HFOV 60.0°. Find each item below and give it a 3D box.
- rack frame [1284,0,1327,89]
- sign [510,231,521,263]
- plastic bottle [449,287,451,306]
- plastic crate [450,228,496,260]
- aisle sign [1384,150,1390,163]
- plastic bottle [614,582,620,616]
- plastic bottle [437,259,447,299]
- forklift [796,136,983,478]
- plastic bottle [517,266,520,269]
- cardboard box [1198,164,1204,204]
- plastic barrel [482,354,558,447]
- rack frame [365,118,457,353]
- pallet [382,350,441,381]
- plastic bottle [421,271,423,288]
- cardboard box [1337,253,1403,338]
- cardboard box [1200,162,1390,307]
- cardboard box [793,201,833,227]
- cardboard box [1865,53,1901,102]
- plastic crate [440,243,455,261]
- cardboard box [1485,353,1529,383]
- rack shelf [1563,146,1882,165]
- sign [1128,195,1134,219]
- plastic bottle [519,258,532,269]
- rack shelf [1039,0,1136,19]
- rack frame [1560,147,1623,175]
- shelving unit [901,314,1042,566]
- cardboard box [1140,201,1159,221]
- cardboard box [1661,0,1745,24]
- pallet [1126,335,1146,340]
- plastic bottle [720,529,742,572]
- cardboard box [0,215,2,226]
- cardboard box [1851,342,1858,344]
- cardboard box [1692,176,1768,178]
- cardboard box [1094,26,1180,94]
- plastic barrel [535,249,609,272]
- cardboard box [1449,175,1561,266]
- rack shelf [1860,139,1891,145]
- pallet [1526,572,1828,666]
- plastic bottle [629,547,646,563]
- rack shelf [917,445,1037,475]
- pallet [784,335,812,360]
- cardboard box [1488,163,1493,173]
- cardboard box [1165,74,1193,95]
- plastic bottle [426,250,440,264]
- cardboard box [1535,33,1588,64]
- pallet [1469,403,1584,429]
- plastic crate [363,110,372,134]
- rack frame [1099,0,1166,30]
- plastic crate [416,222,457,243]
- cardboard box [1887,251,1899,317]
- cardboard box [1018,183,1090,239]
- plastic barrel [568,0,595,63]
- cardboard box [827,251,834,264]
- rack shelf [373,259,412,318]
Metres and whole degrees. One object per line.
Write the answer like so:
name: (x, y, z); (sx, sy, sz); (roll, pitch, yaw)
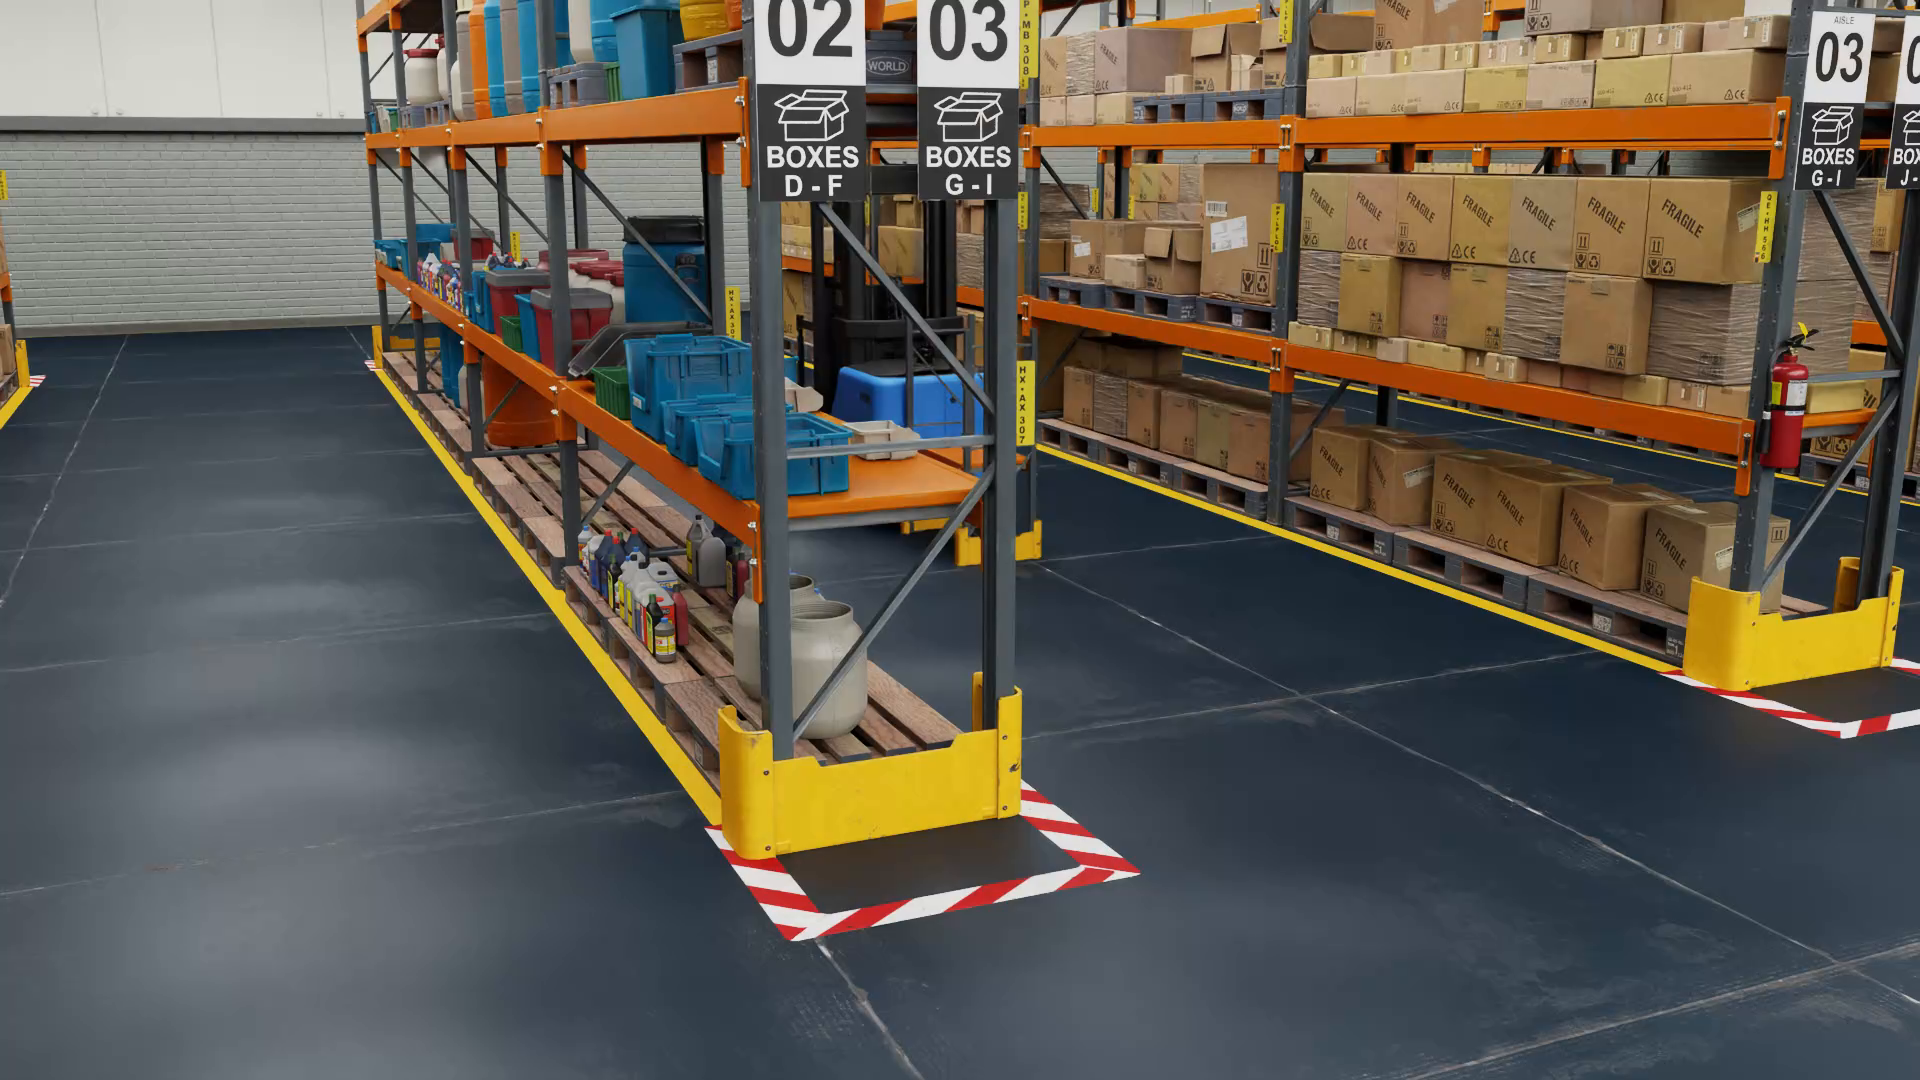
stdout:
rack frame: (2.670, -4.535, 11.008); (1.000, 3.000, 0.127); (-6, 14, -23)
sign: (-4.568, -3.002, 17.075); (0.100, 0.325, 0.005); (-6, 14, -23)
plastic bottle: (-4.341, -2.114, 14.290); (0.097, 0.201, 0.097); (0, 13, 0)
plastic crate: (-5.201, -3.085, 17.774); (0.402, 0.464, 0.583); (-6, 14, -23)
aisle sign: (6.649, -6.242, 25.922); (0.394, 0.787, 0.004); (-6, 14, -23)
plastic bottle: (-1.758, 0.288, 8.705); (0.097, 0.201, 0.097); (0, 13, 0)
plastic bottle: (-4.635, -2.351, 14.985); (0.144, 0.351, 0.185); (-6, 14, -23)
forklift: (-0.676, -1.828, 12.768); (1.130, 2.935, 3.031); (-5, 14, -22)
plastic bottle: (-4.055, -2.393, 15.343); (0.097, 0.271, 0.097); (0, 13, 0)
cardboard box: (3.402, -4.552, 21.287); (0.500, 0.500, 0.500); (-6, 14, -25)
plastic barrel: (-3.682, -1.238, 13.950); (0.600, 0.830, 0.708); (-6, 14, -23)
rack frame: (-6.675, -3.644, 20.464); (1.000, 3.000, 0.127); (-6, 14, -23)
pallet: (-6.381, -2.112, 20.027); (1.003, 0.211, 1.213); (-6, 14, -23)
plastic bottle: (-5.201, -2.557, 16.207); (0.097, 0.201, 0.097); (0, 13, 0)
cardboard box: (2.961, -1.601, 10.754); (0.875, 0.500, 0.500); (-6, 14, -23)
cardboard box: (2.480, -2.286, 12.334); (1.000, 1.000, 1.000); (-6, 14, -23)
cardboard box: (-1.779, -4.196, 20.855); (0.500, 0.500, 0.500); (-6, 14, -24)
cardboard box: (4.316, -2.297, 8.324); (0.500, 0.250, 0.500); (-5, 14, -21)
plastic crate: (-5.516, -3.122, 18.335); (0.437, 0.282, 0.530); (-6, 14, -23)
cardboard box: (3.272, -1.004, 9.614); (0.380, 0.149, 0.250); (-6, 14, -23)
rack shelf: (9.347, -4.858, 20.651); (1.077, 0.370, 4.000); (-6, 14, -23)
sign: (1.561, -3.015, 15.354); (0.100, 0.325, 0.005); (-6, 14, -23)
plastic bottle: (-3.964, -2.406, 15.222); (0.144, 0.351, 0.185); (-6, 14, -23)
rack shelf: (1.869, -4.403, 12.920); (1.077, 0.370, 4.000); (-6, 14, -23)
rack frame: (8.545, -4.160, 22.693); (1.000, 3.000, 0.127); (-6, 14, -23)
shelving unit: (0.058, -0.697, 11.056); (0.587, 1.500, 1.083); (-5, 14, -22)
cardboard box: (2.797, -4.384, 22.779); (0.500, 0.500, 0.500); (-5, 14, -22)
cardboard box: (3.925, -3.016, 9.105); (0.500, 0.500, 0.500); (-6, 14, -23)
pallet: (2.771, -2.974, 23.750); (1.003, 0.211, 1.213); (-6, 14, -23)
plastic bottle: (-1.269, 0.058, 9.367); (0.144, 0.351, 0.185); (-6, 15, -26)
cardboard box: (-10.785, -3.666, 18.120); (0.500, 0.500, 0.500); (-6, 14, -23)
cardboard box: (10.365, -2.141, 18.863); (0.950, 0.372, 0.625); (-7, 15, -27)
cardboard box: (4.108, -1.709, 9.003); (0.500, 0.500, 0.500); (-6, 14, -23)
cardboard box: (1.428, -3.864, 13.429); (0.500, 0.500, 0.500); (-6, 14, -25)
plastic barrel: (-3.007, -1.989, 13.011); (0.600, 0.536, 0.708); (-6, 14, -23)
cardboard box: (3.229, -1.869, 9.692); (0.500, 0.500, 0.500); (-6, 14, -23)
rack shelf: (8.056, -2.737, 11.488); (1.077, 0.370, 4.000); (-6, 14, -23)
pallet: (3.949, 0.386, 9.235); (1.003, 0.211, 1.213); (-6, 14, -23)
plastic bottle: (-1.757, 0.173, 9.045); (0.097, 0.271, 0.097); (0, 13, 0)
rack shelf: (0.062, -0.520, 11.089); (0.538, 0.185, 1.000); (-5, 14, -22)
pallet: (-1.745, -2.575, 22.028); (1.003, 0.211, 1.213); (-6, 14, -23)
cardboard box: (7.676, -5.317, 23.813); (0.380, 0.149, 0.250); (-6, 14, -24)
cardboard box: (1.827, -3.543, 12.960); (0.380, 0.166, 0.250); (-6, 14, -25)
plastic bottle: (-5.213, -2.684, 16.422); (0.144, 0.351, 0.185); (-6, 14, -23)
cardboard box: (3.360, -2.667, 9.038); (0.380, 0.149, 0.250); (-6, 15, -26)
pallet: (5.899, -1.338, 16.682); (1.003, 0.211, 1.213); (-6, 14, -23)
plastic crate: (-6.776, -4.937, 19.688); (0.497, 0.269, 0.590); (-6, 14, -23)
rack frame: (2.448, -7.442, 23.566); (1.000, 3.000, 0.127); (-6, 14, -23)
plastic crate: (-6.370, -3.639, 20.227); (0.616, 0.435, 0.499); (-6, 14, -23)
cardboard box: (7.655, -1.926, 12.706); (0.875, 0.550, 0.550); (-6, 14, -23)
cardboard box: (0.789, -3.129, 15.790); (0.797, 0.503, 0.637); (-5, 14, -21)
plastic barrel: (-1.876, -2.779, 8.892); (0.421, 0.512, 0.421); (0, 13, 0)
cardboard box: (-1.370, -3.389, 19.917); (0.380, 0.149, 0.250); (-5, 14, -22)
rack shelf: (-5.874, -2.881, 18.760); (1.077, 0.370, 4.000); (-6, 14, -23)
